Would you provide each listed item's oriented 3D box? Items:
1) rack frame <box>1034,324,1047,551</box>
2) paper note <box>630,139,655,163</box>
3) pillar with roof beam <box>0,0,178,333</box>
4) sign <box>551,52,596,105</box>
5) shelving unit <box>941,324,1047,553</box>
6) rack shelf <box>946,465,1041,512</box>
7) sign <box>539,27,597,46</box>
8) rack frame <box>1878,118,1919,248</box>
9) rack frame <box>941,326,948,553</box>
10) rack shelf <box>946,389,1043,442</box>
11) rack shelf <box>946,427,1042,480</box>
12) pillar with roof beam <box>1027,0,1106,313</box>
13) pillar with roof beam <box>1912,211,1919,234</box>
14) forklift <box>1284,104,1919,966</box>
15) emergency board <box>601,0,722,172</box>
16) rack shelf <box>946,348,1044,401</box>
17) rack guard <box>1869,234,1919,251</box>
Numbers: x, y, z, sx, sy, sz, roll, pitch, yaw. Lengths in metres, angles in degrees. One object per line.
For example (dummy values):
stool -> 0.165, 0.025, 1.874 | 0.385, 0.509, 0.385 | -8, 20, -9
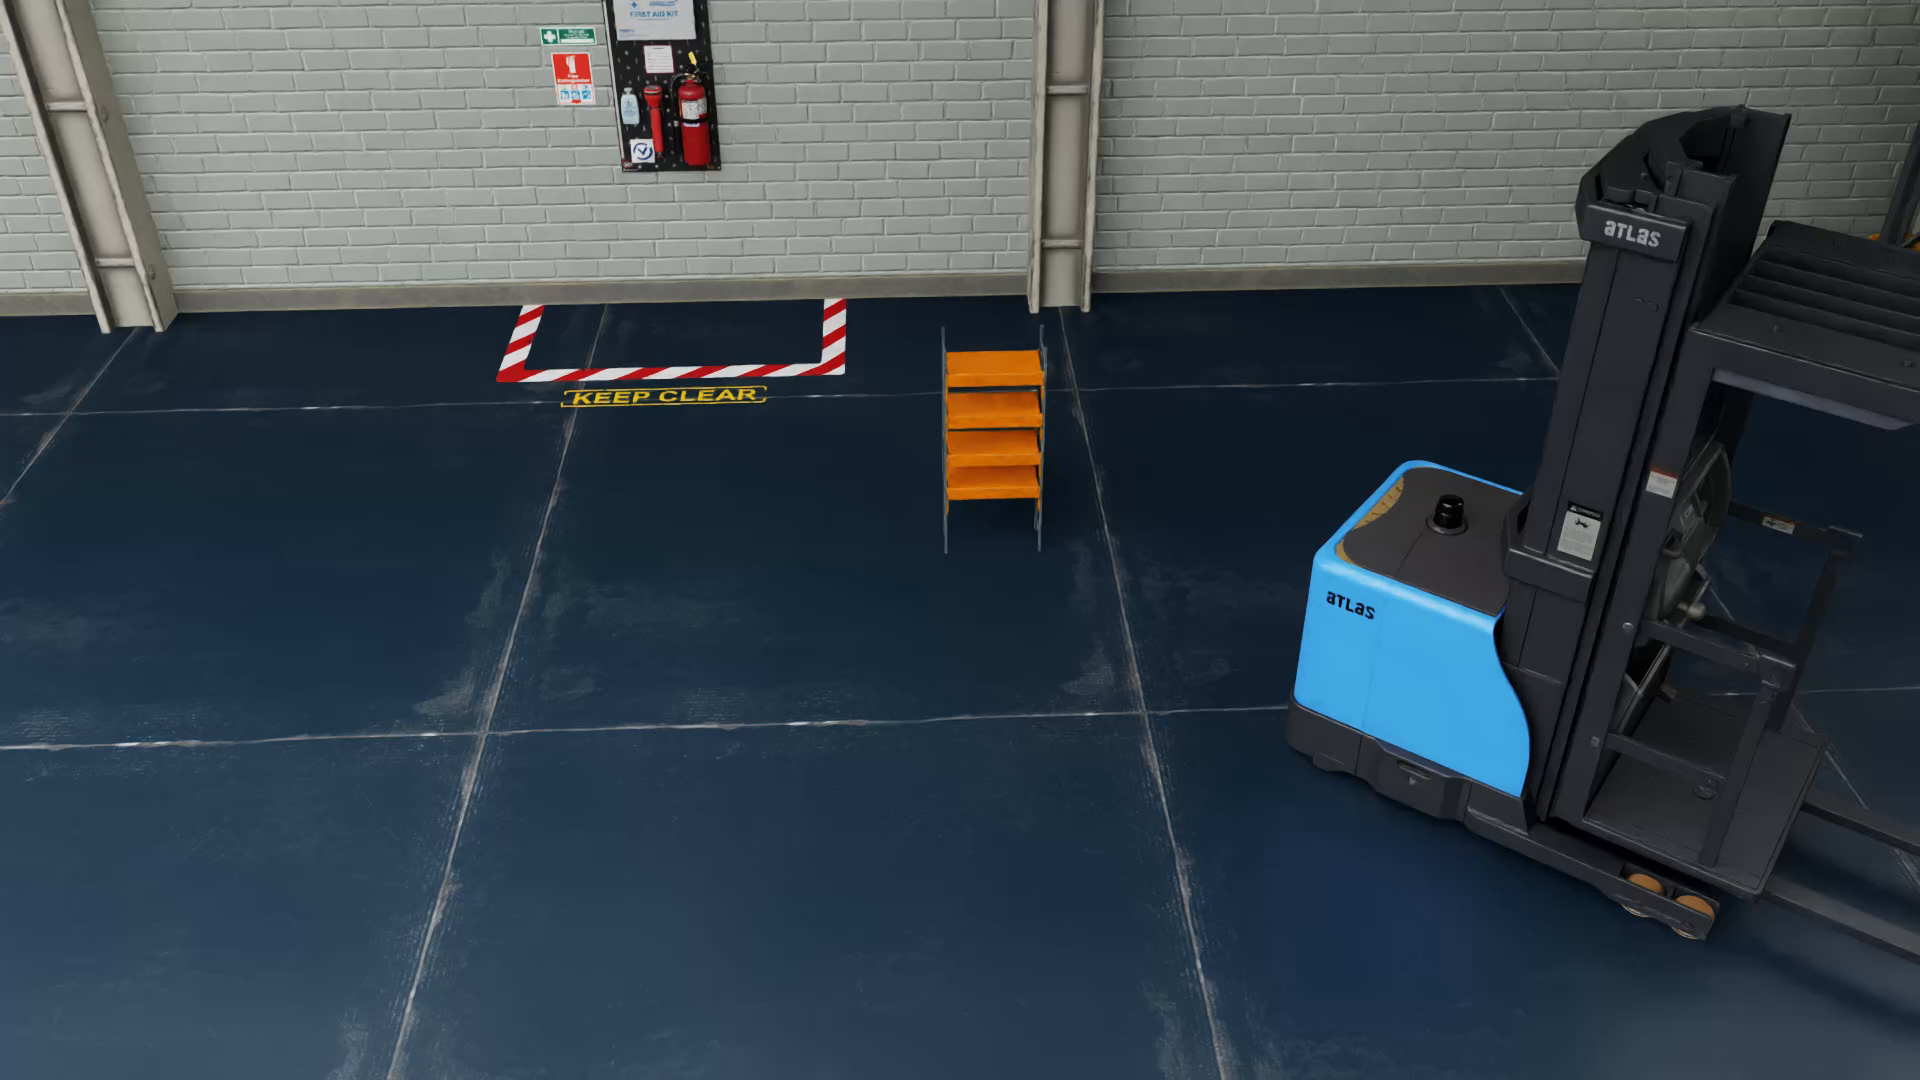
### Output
rack frame -> 0.409, -0.504, 8.461 | 0.015, 1.200, 0.240 | -2, 35, -2
paper note -> -1.997, -2.447, 10.461 | 0.142, 0.148, 0.016 | -2, 35, -2
pillar with roof beam -> -5.136, -2.678, 4.748 | 0.400, 9.000, 9.100 | -2, 35, -2
sign -> -2.374, -2.833, 10.213 | 0.234, 0.329, 0.001 | -2, 35, -2
shelving unit -> 0.165, -0.498, 8.451 | 0.503, 1.200, 0.258 | -2, 35, -2
rack shelf -> 0.165, -0.279, 8.602 | 0.480, 0.148, 0.258 | -2, 35, -2
sign -> -2.369, -3.046, 10.055 | 0.331, 0.109, 0.001 | -2, 35, -2
rack frame -> 5.988, -2.471, 9.721 | 0.127, 3.000, 1.000 | -2, 35, -2
rack frame -> -0.078, -0.491, 8.442 | 0.015, 1.200, 0.240 | -2, 35, -2
rack shelf -> 0.165, -0.626, 8.362 | 0.480, 0.148, 0.258 | -2, 35, -2
rack shelf -> 0.165, -0.443, 8.489 | 0.480, 0.148, 0.258 | -2, 35, -2
pillar with roof beam -> 0.857, -2.840, 4.982 | 0.400, 9.000, 9.100 | -2, 35, -2
pillar with roof beam -> 6.850, -3.001, 5.215 | 0.400, 9.000, 9.100 | -2, 35, -2
forklift -> 2.933, 0.012, 6.193 | 3.031, 2.935, 1.130 | 23, 41, 29
emergency board -> -1.817, -2.775, 10.160 | 0.643, 1.169, 0.194 | -2, 35, -2
rack shelf -> 0.165, -0.821, 8.228 | 0.480, 0.148, 0.258 | -2, 35, -2
rack guard -> 6.064, -1.445, 10.435 | 0.348, 0.500, 1.175 | -2, 35, -2
